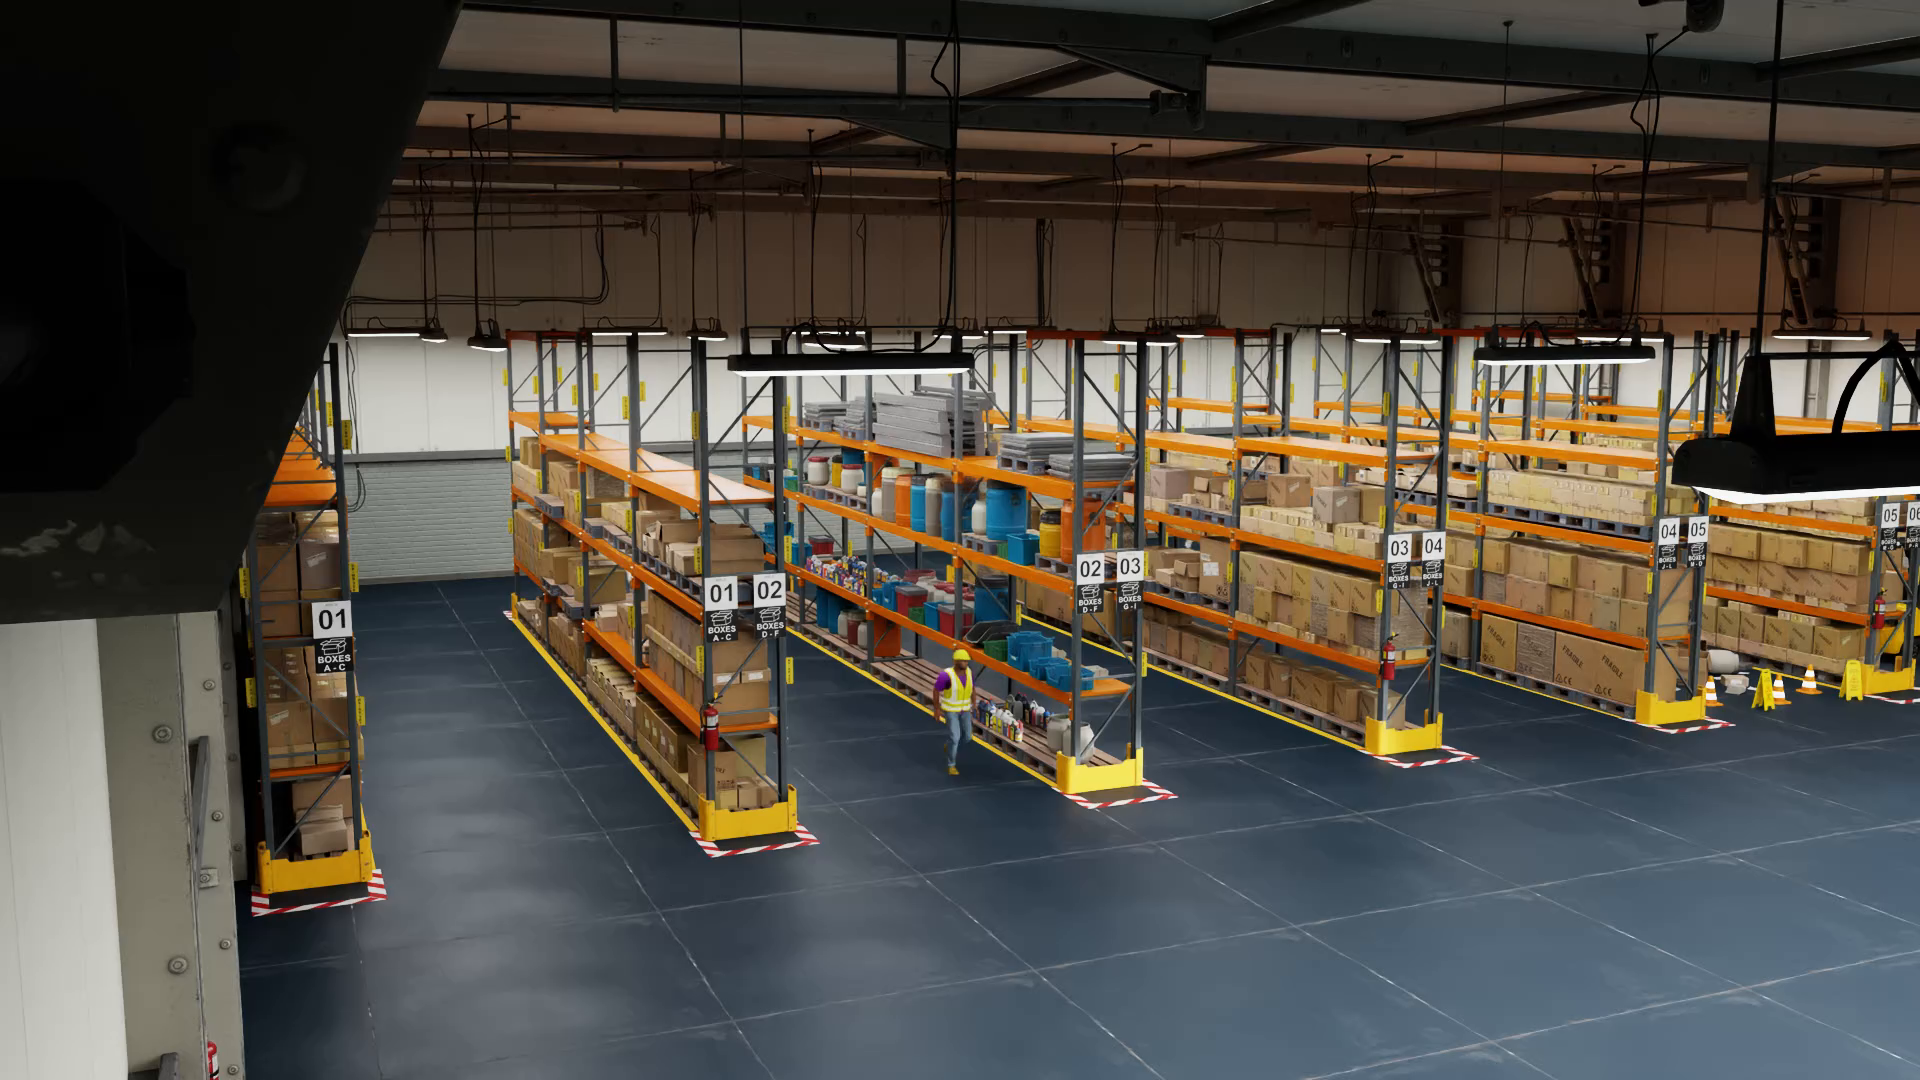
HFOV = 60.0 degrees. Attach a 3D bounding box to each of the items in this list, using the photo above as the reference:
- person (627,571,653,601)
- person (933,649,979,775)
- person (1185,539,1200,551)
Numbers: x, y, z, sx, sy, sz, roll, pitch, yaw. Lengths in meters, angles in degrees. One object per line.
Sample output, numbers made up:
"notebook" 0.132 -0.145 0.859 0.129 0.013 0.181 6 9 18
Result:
"person" -6.491 0.846 33.906 0.600 1.713 1.141 -3 8 -19
"person" -0.105 2.349 23.081 0.642 1.742 0.665 -6 10 -37
"person" 6.081 -0.443 43.420 1.034 1.754 0.517 -4 9 -29
